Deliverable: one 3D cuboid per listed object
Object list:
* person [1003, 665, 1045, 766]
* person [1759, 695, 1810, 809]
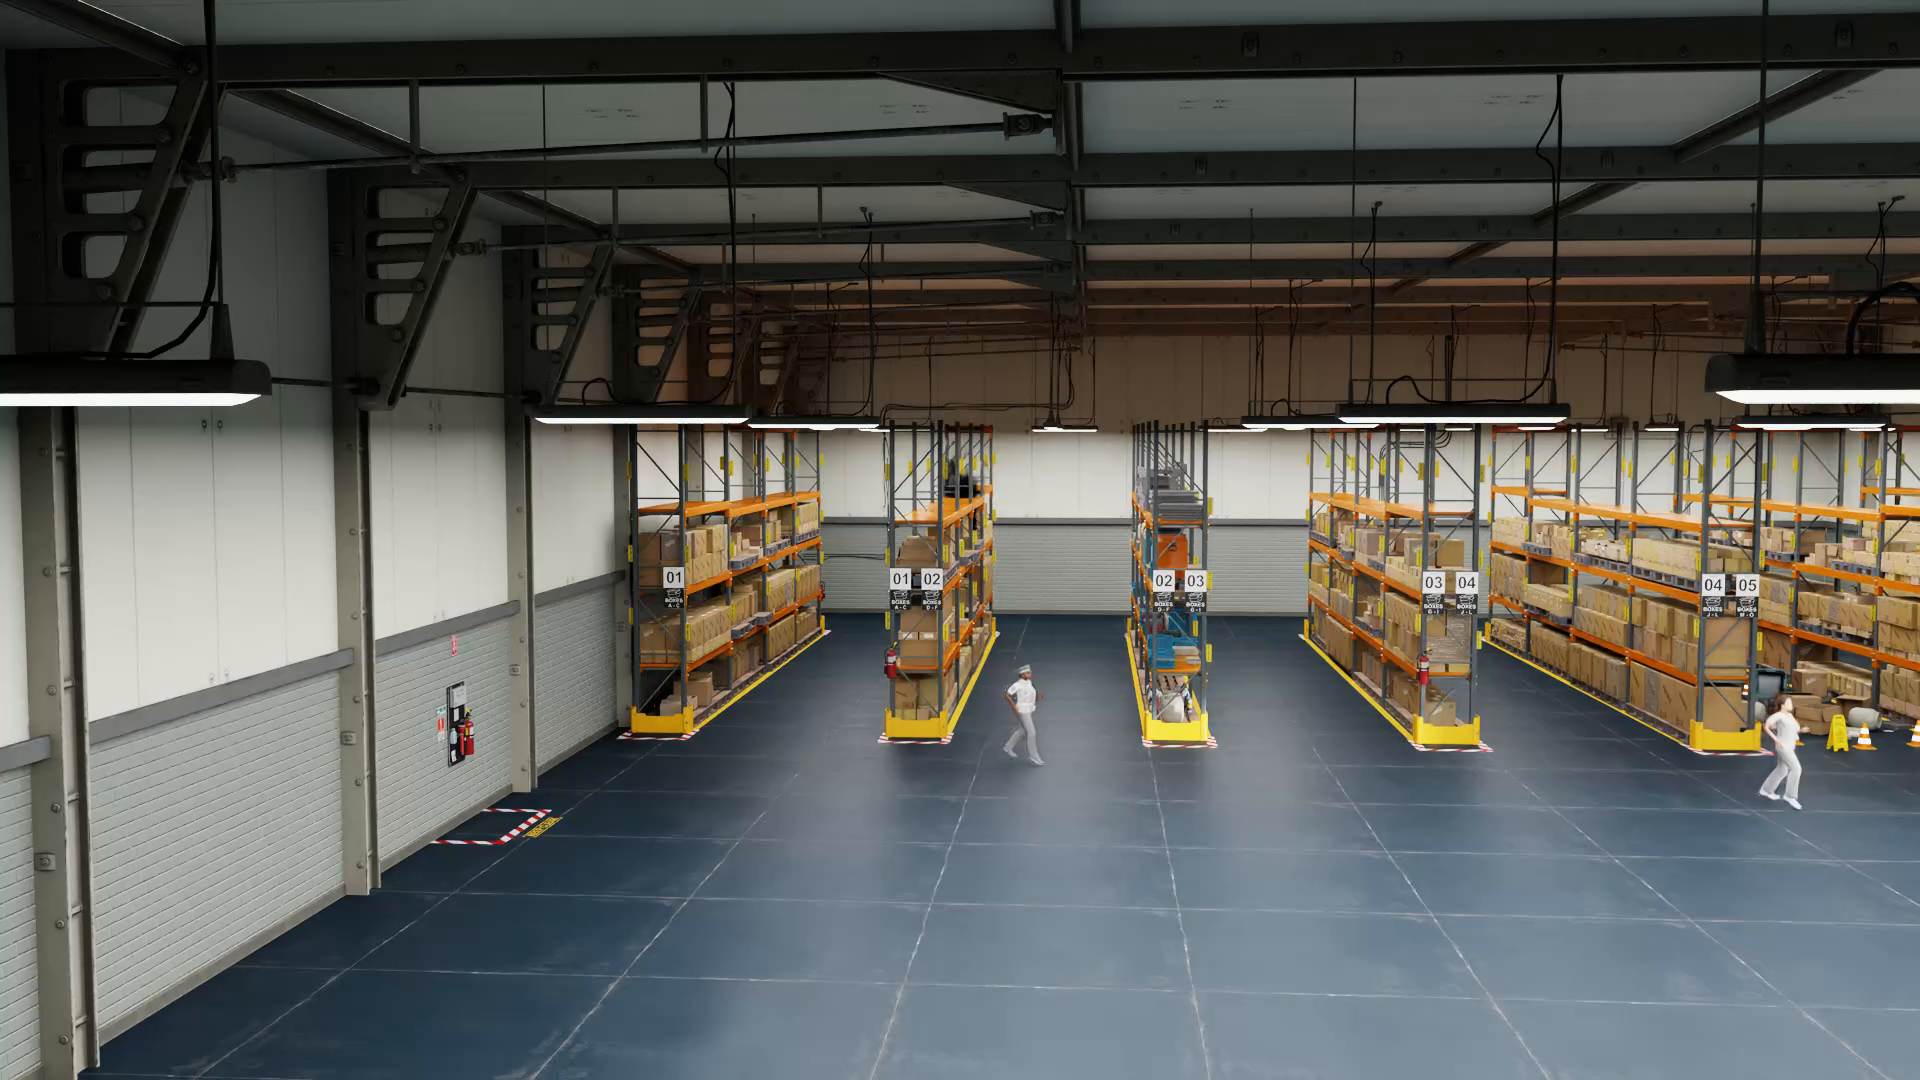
[{"bbox_3d":[1.116,3.028,28.989,0.867,1.730,0.562,2,4,27],"label":"person"},{"bbox_3d":[12.735,3.258,25.699,0.712,1.723,0.546,3,5,43],"label":"person"}]
